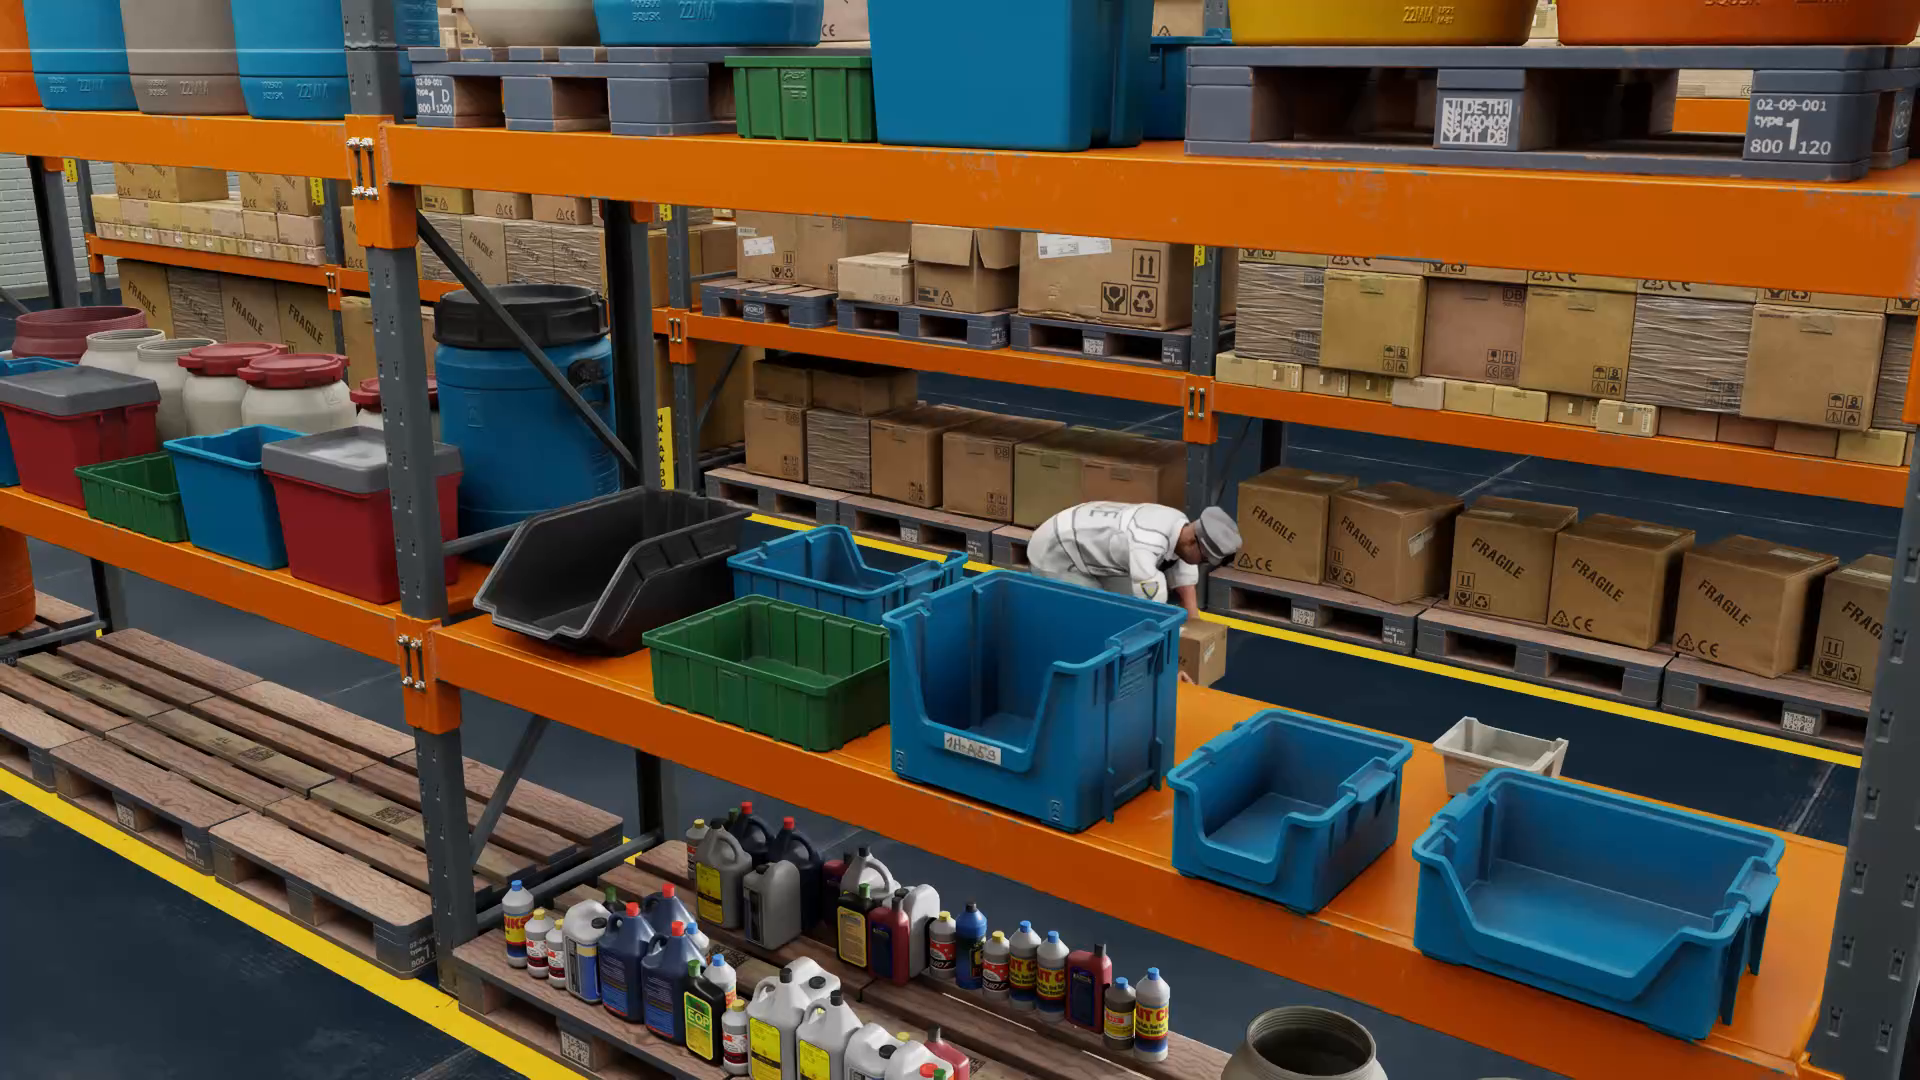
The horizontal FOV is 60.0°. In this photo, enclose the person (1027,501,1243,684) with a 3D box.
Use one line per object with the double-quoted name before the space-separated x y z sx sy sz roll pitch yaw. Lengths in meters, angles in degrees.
"person" 0.807 0.301 7.767 1.029 1.042 0.541 11 20 32
